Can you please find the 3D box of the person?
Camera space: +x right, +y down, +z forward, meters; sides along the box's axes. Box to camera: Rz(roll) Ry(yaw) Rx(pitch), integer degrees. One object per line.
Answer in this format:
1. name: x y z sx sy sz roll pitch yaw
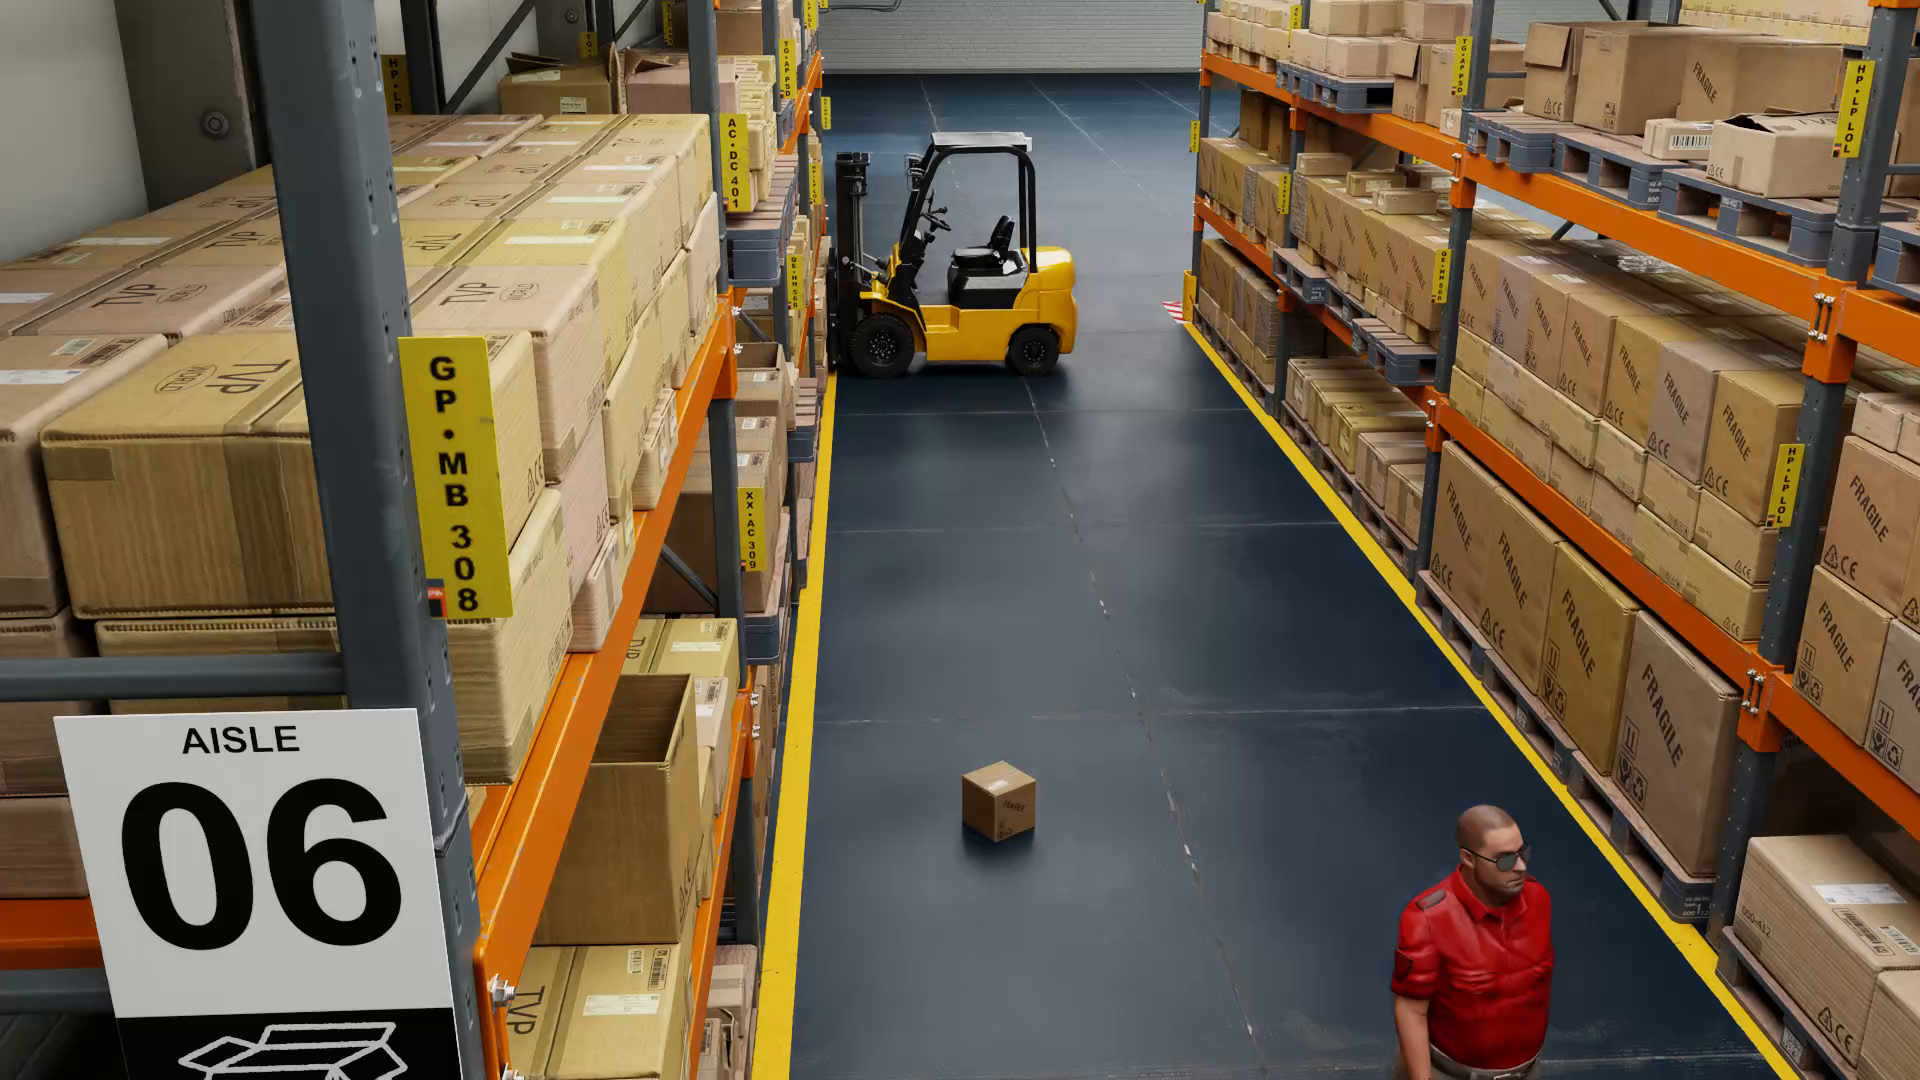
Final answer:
1. person: 1.498 1.565 4.853 0.539 1.672 1.032 -6 21 -15
